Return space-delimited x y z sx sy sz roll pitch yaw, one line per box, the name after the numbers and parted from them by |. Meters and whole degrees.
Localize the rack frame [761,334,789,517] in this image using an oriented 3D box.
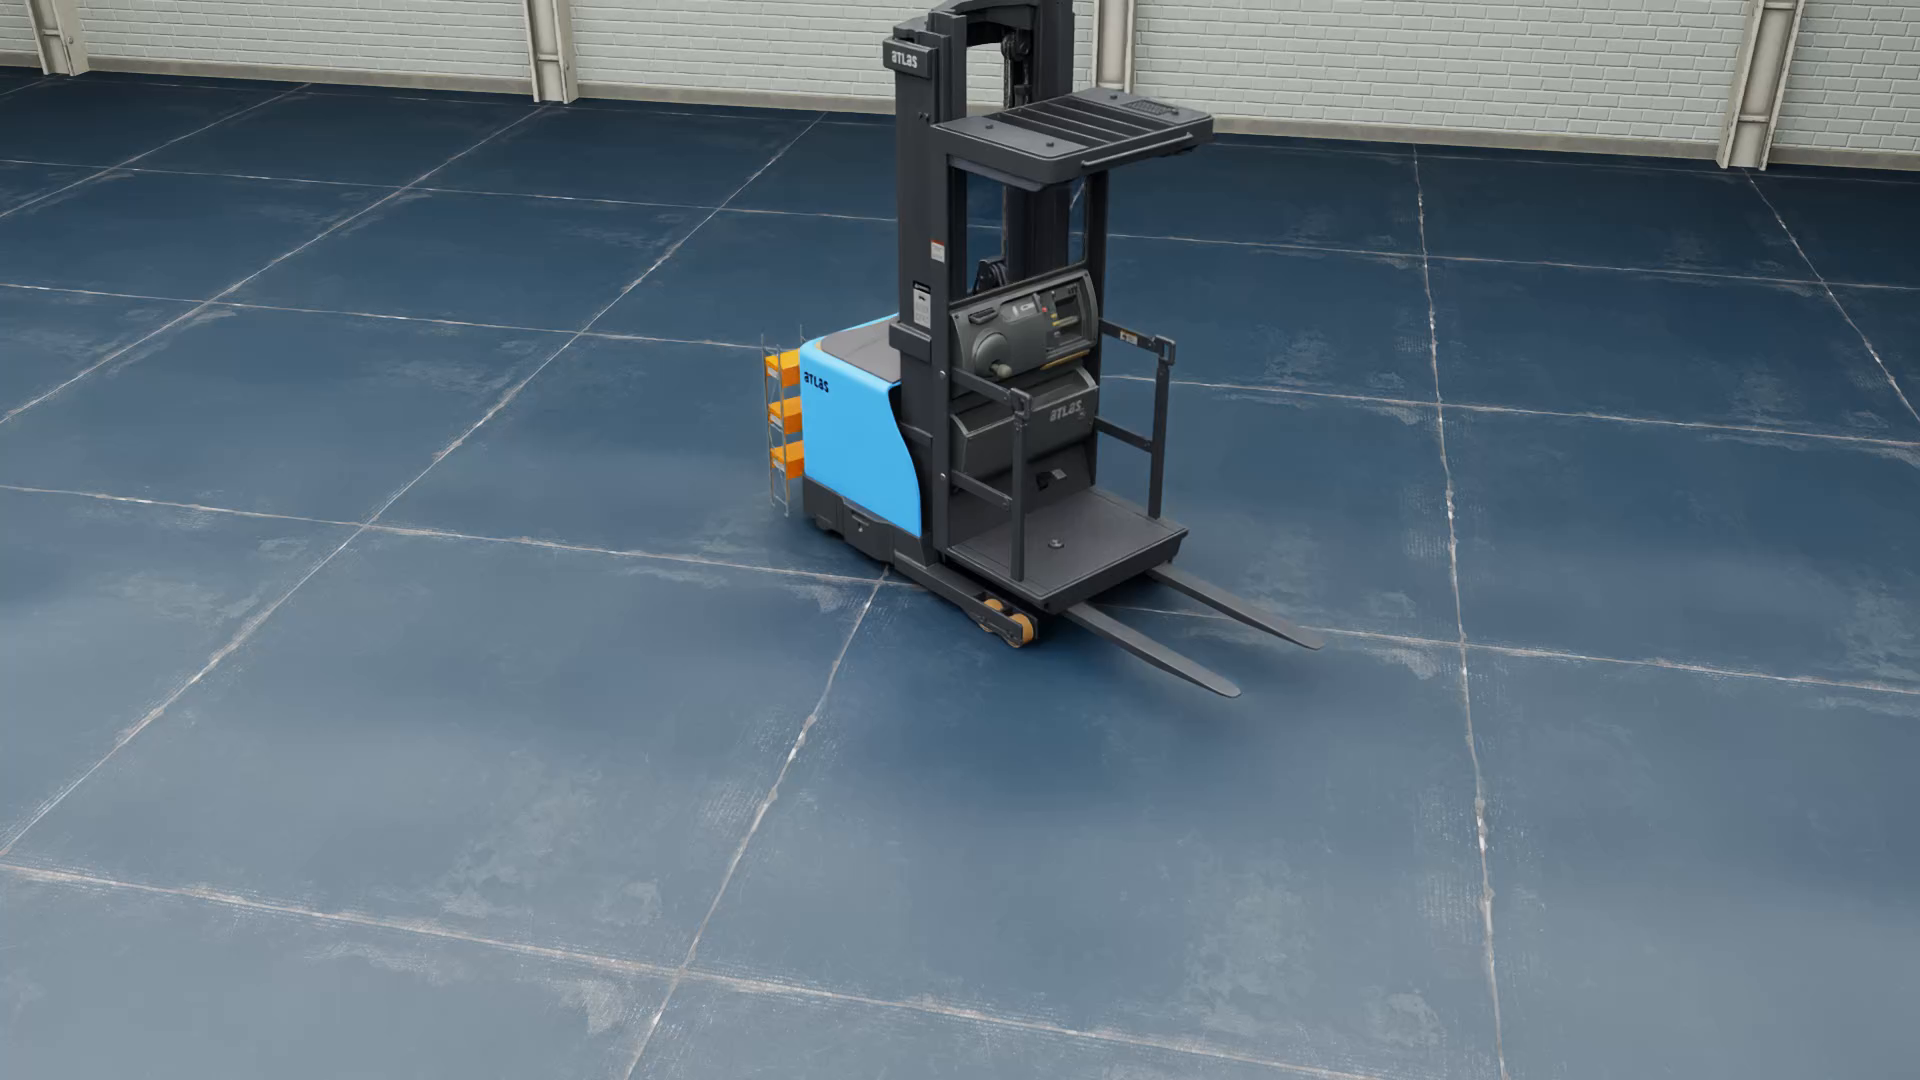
-1.033 -0.630 9.308 0.008 1.050 0.200 -18 34 -30 | rack frame

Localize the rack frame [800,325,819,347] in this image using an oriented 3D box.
-0.832 -0.697 9.429 0.008 1.050 0.200 -18 34 -30 | rack frame

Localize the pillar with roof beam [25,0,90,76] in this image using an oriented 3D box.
-11.115 -7.285 13.185 0.400 9.000 9.100 6 29 11 | pillar with roof beam

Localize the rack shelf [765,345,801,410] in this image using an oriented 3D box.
-0.933 -0.903 9.237 0.240 0.259 0.215 -18 34 -30 | rack shelf

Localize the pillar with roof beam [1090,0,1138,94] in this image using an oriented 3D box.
0.620 -6.081 10.987 0.400 9.000 9.100 6 29 11 | pillar with roof beam

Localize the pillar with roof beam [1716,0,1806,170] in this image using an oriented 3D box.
6.488 -5.480 9.888 0.400 9.000 9.100 6 29 11 | pillar with roof beam

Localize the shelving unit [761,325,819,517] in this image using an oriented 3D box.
-0.933 -0.663 9.369 0.252 1.050 0.215 -18 34 -30 | shelving unit

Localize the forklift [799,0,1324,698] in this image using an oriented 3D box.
0.472 -1.028 8.075 1.130 2.935 3.031 -23 36 -36 | forklift

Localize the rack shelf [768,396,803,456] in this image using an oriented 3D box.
-0.933 -0.654 9.374 0.240 0.259 0.215 -18 34 -30 | rack shelf

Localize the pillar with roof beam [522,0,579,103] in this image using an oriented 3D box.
-5.248 -6.683 12.086 0.400 9.000 9.100 6 29 11 | pillar with roof beam

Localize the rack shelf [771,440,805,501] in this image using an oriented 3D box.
-0.933 -0.410 9.507 0.240 0.259 0.215 -18 34 -30 | rack shelf
